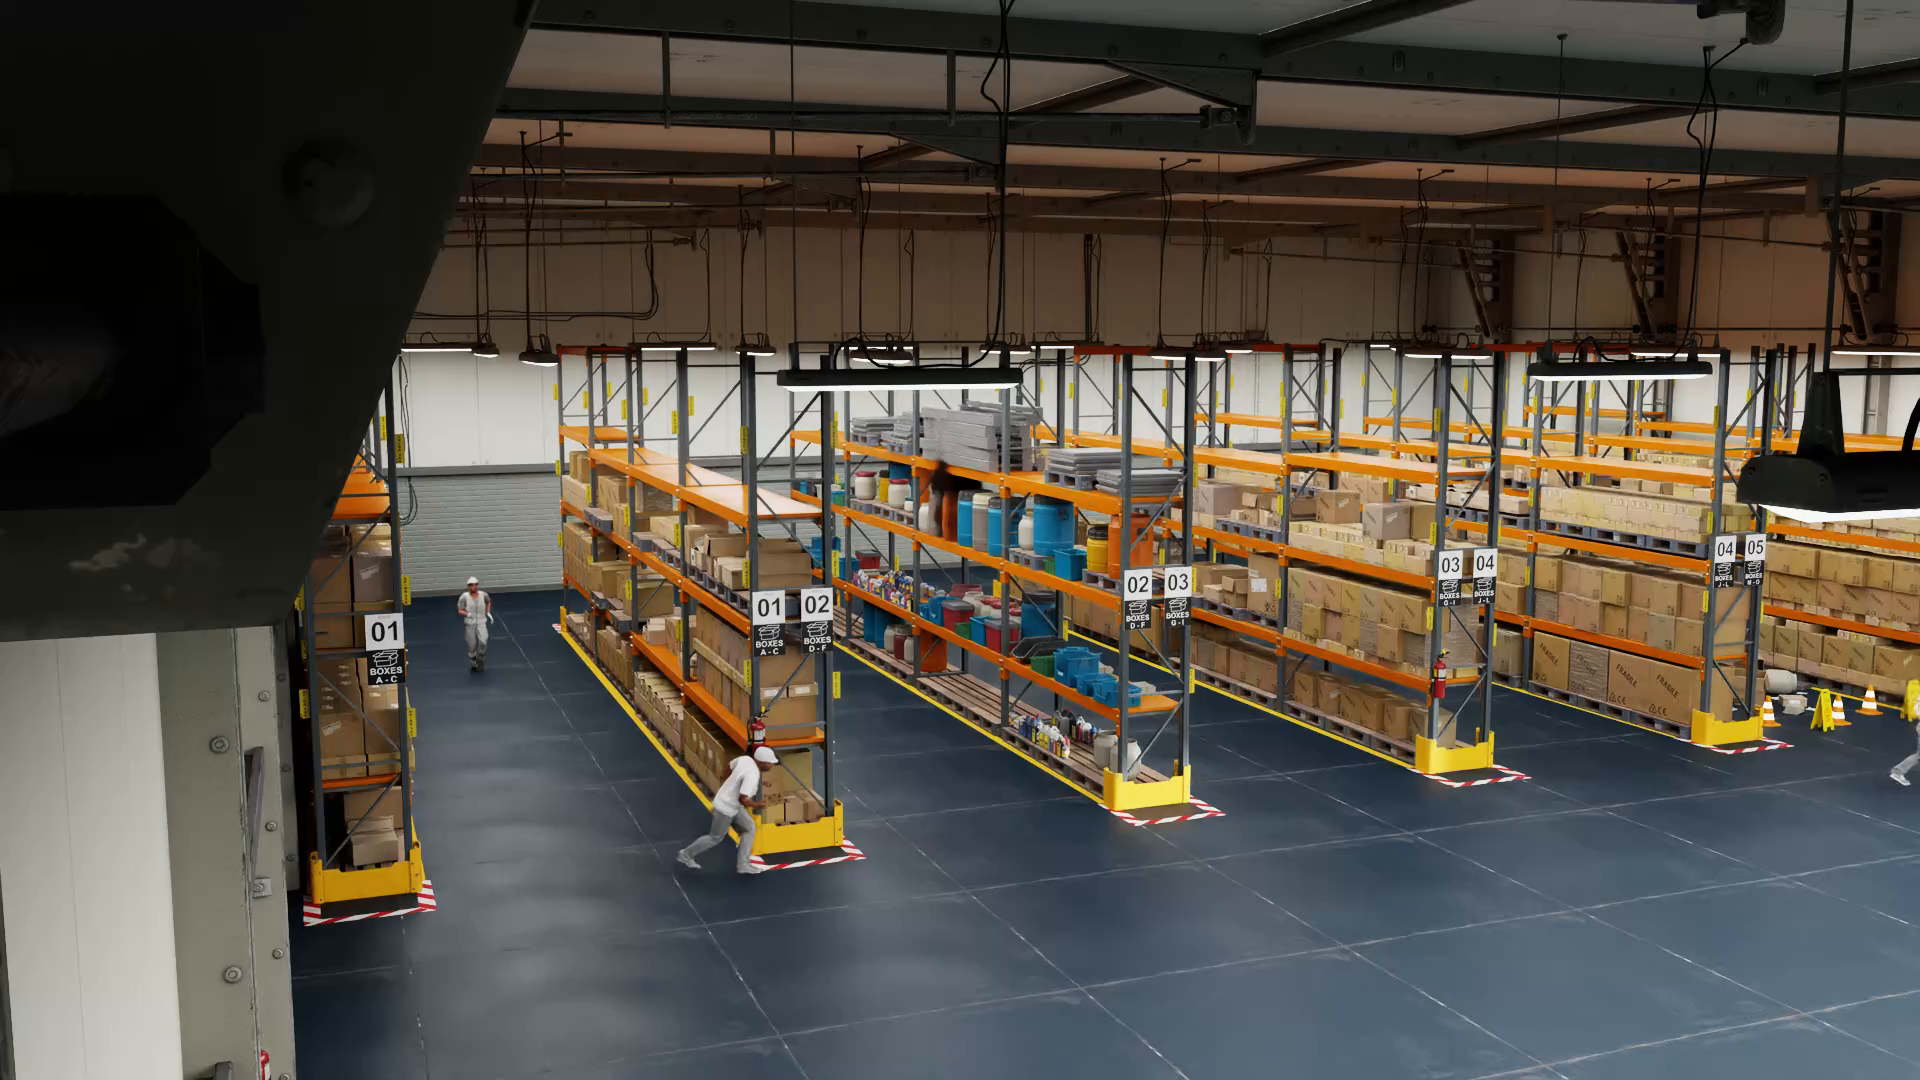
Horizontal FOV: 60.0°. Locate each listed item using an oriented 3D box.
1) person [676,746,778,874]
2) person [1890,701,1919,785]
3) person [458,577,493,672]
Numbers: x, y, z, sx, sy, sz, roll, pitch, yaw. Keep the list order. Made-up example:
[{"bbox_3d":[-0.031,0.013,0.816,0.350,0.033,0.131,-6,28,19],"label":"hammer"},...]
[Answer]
[{"bbox_3d":[-2.696,3.148,19.241,1.201,1.541,0.683,0,7,-4],"label":"person"},{"bbox_3d":[13.311,2.651,22.849,0.824,1.549,0.635,6,9,38],"label":"person"},{"bbox_3d":[-8.914,1.559,30.640,0.641,1.766,0.777,-3,8,-22],"label":"person"}]
